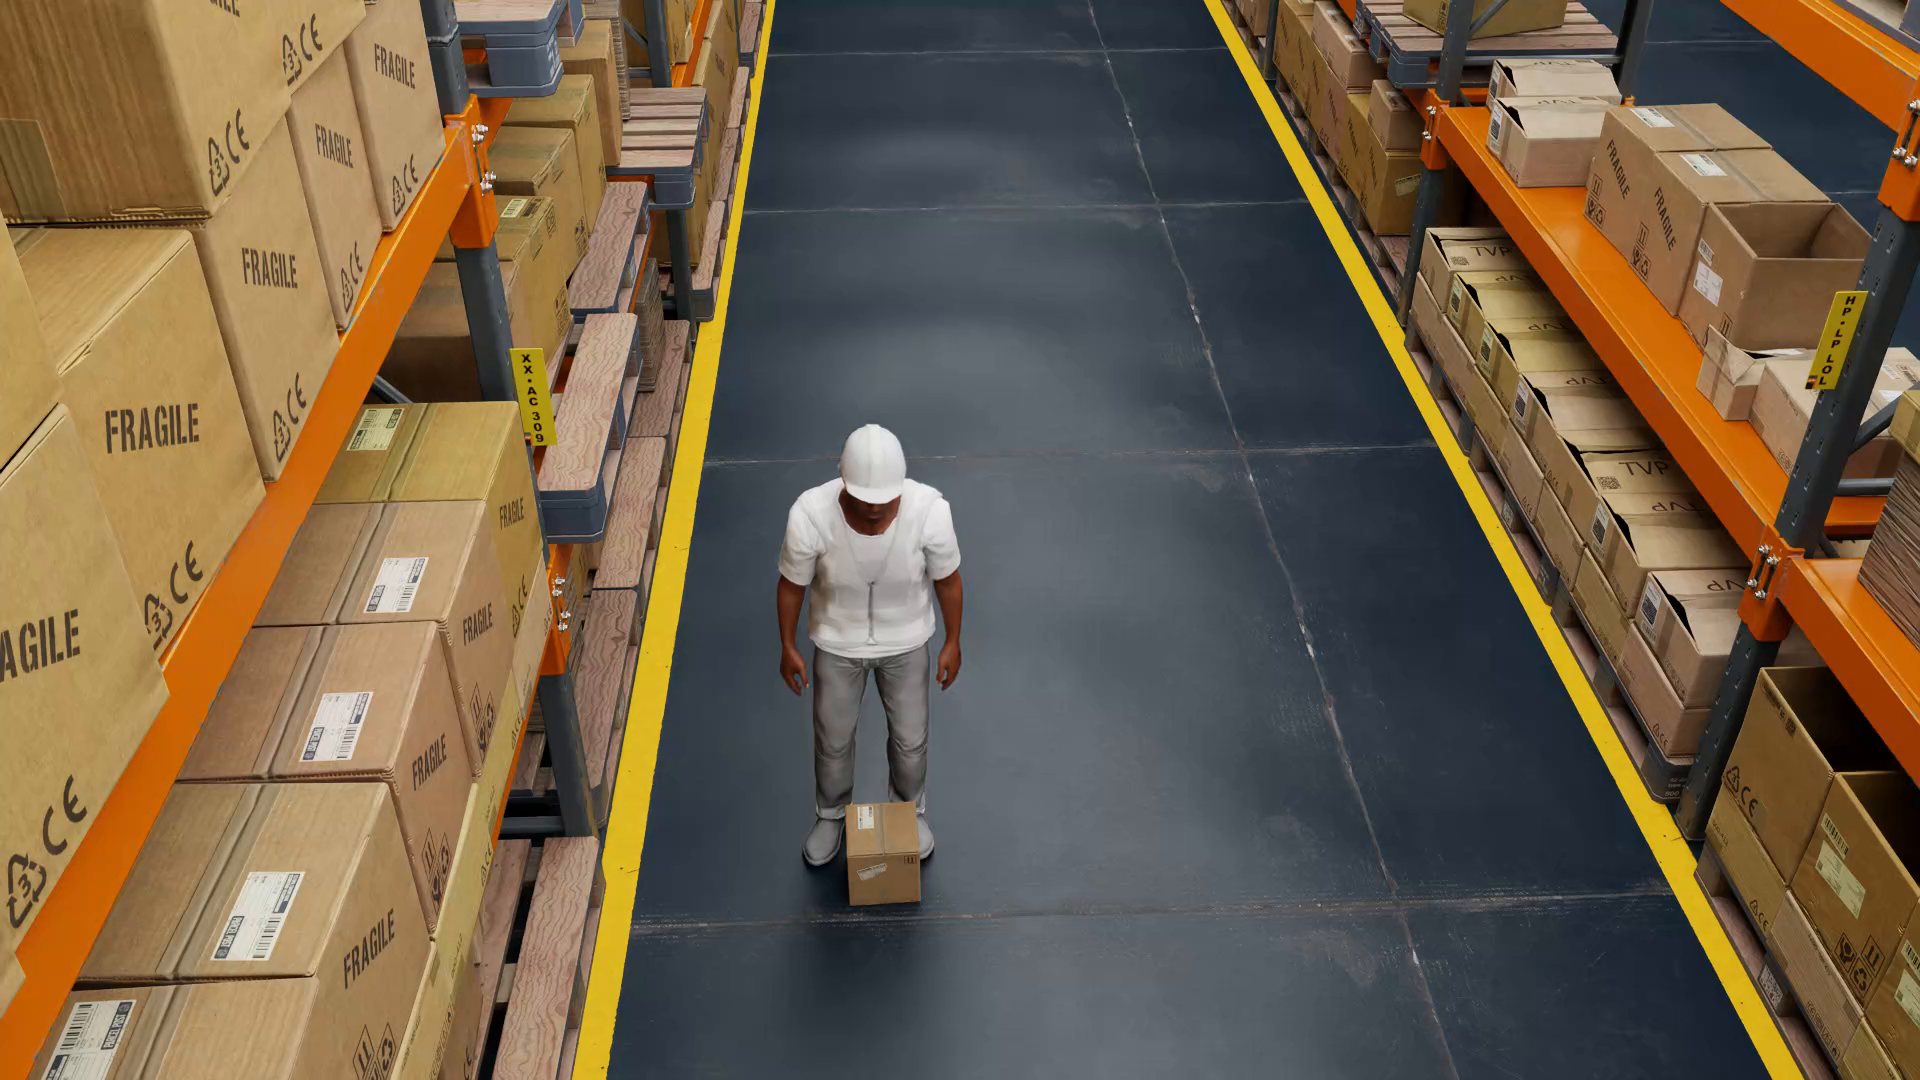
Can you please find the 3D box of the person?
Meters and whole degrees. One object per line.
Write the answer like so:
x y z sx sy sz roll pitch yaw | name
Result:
-0.300 0.355 5.622 0.627 1.761 0.458 -3 35 -4 | person
